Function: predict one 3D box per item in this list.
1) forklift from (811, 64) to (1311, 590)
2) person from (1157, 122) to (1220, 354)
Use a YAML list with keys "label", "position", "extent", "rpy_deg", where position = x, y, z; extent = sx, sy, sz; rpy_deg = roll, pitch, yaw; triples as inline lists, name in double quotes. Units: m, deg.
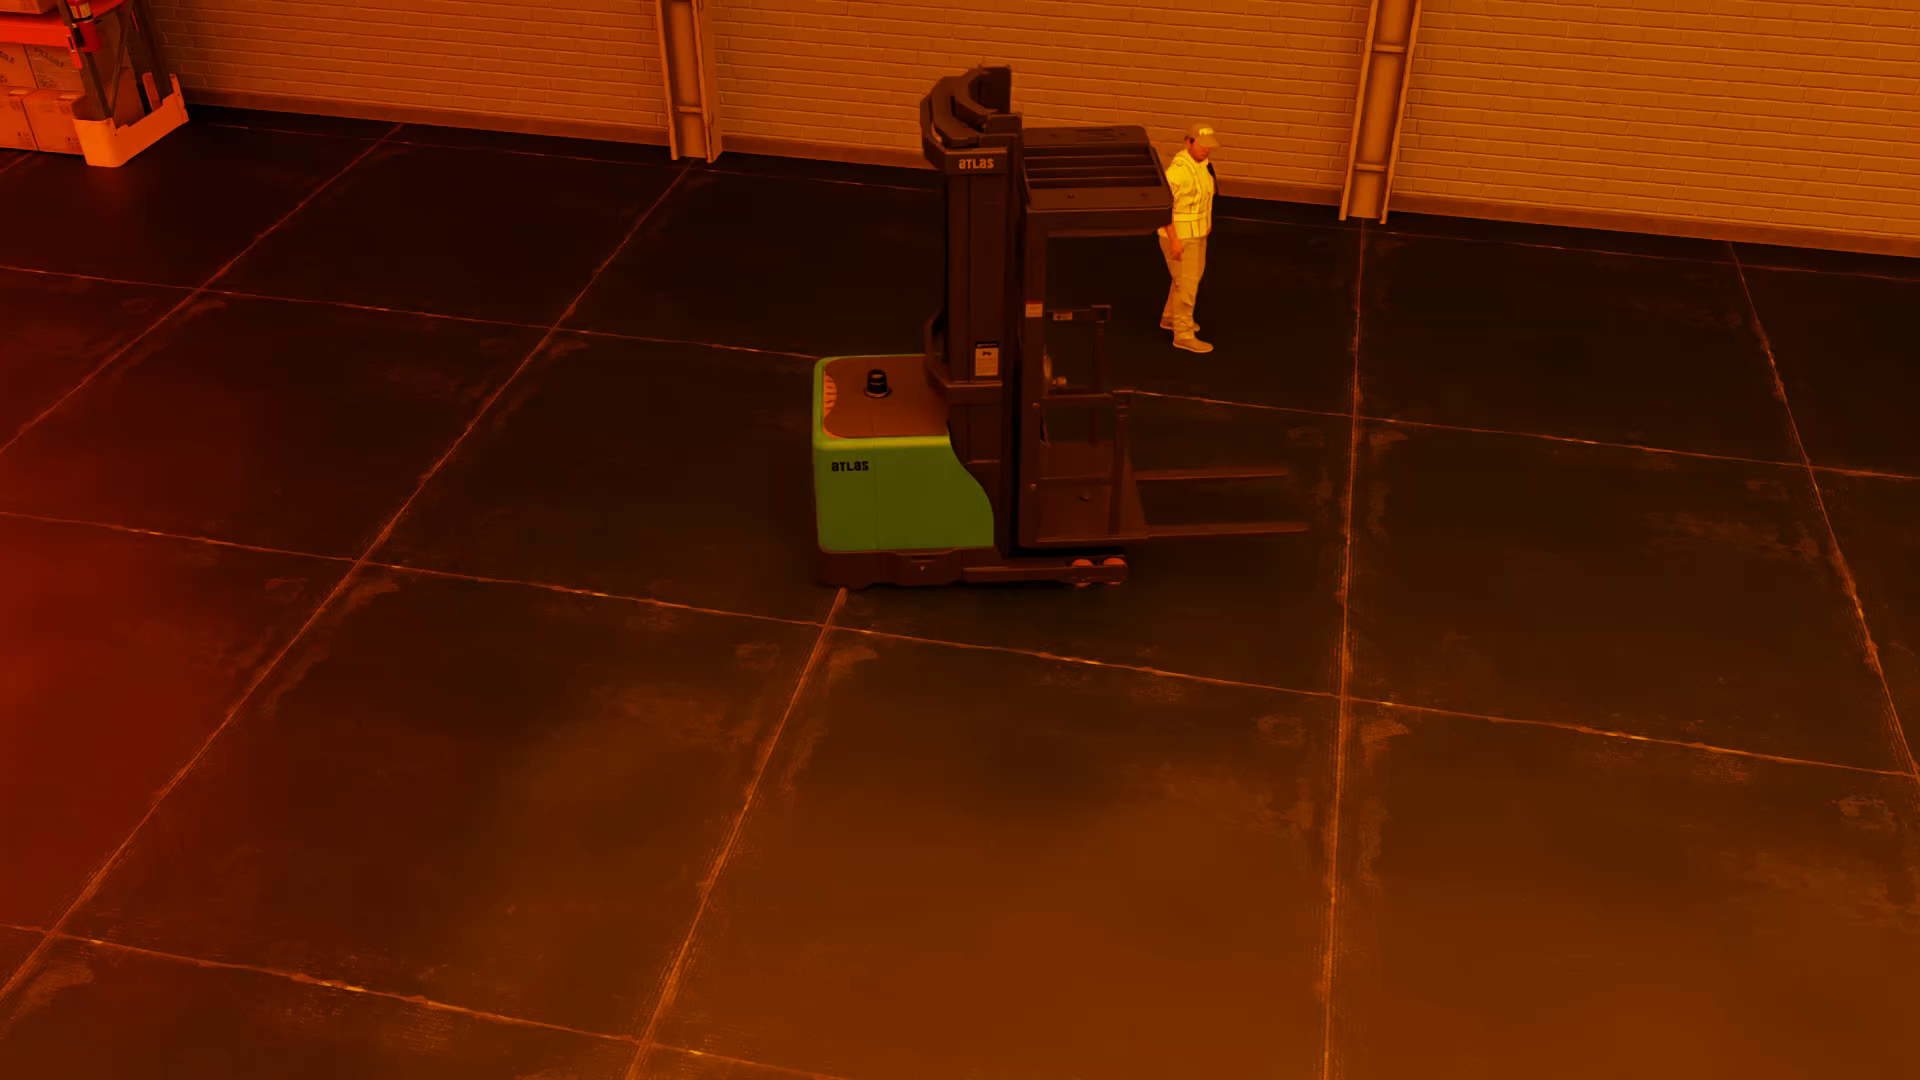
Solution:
- label: "forklift"
  position: [0.624, -1.211, 9.672]
  extent: [3.031, 2.935, 1.130]
  rpy_deg: [-2, 37, -3]
- label: "person"
  position: [1.705, -2.220, 12.101]
  extent: [0.519, 1.663, 0.653]
  rpy_deg: [14, 39, 18]
